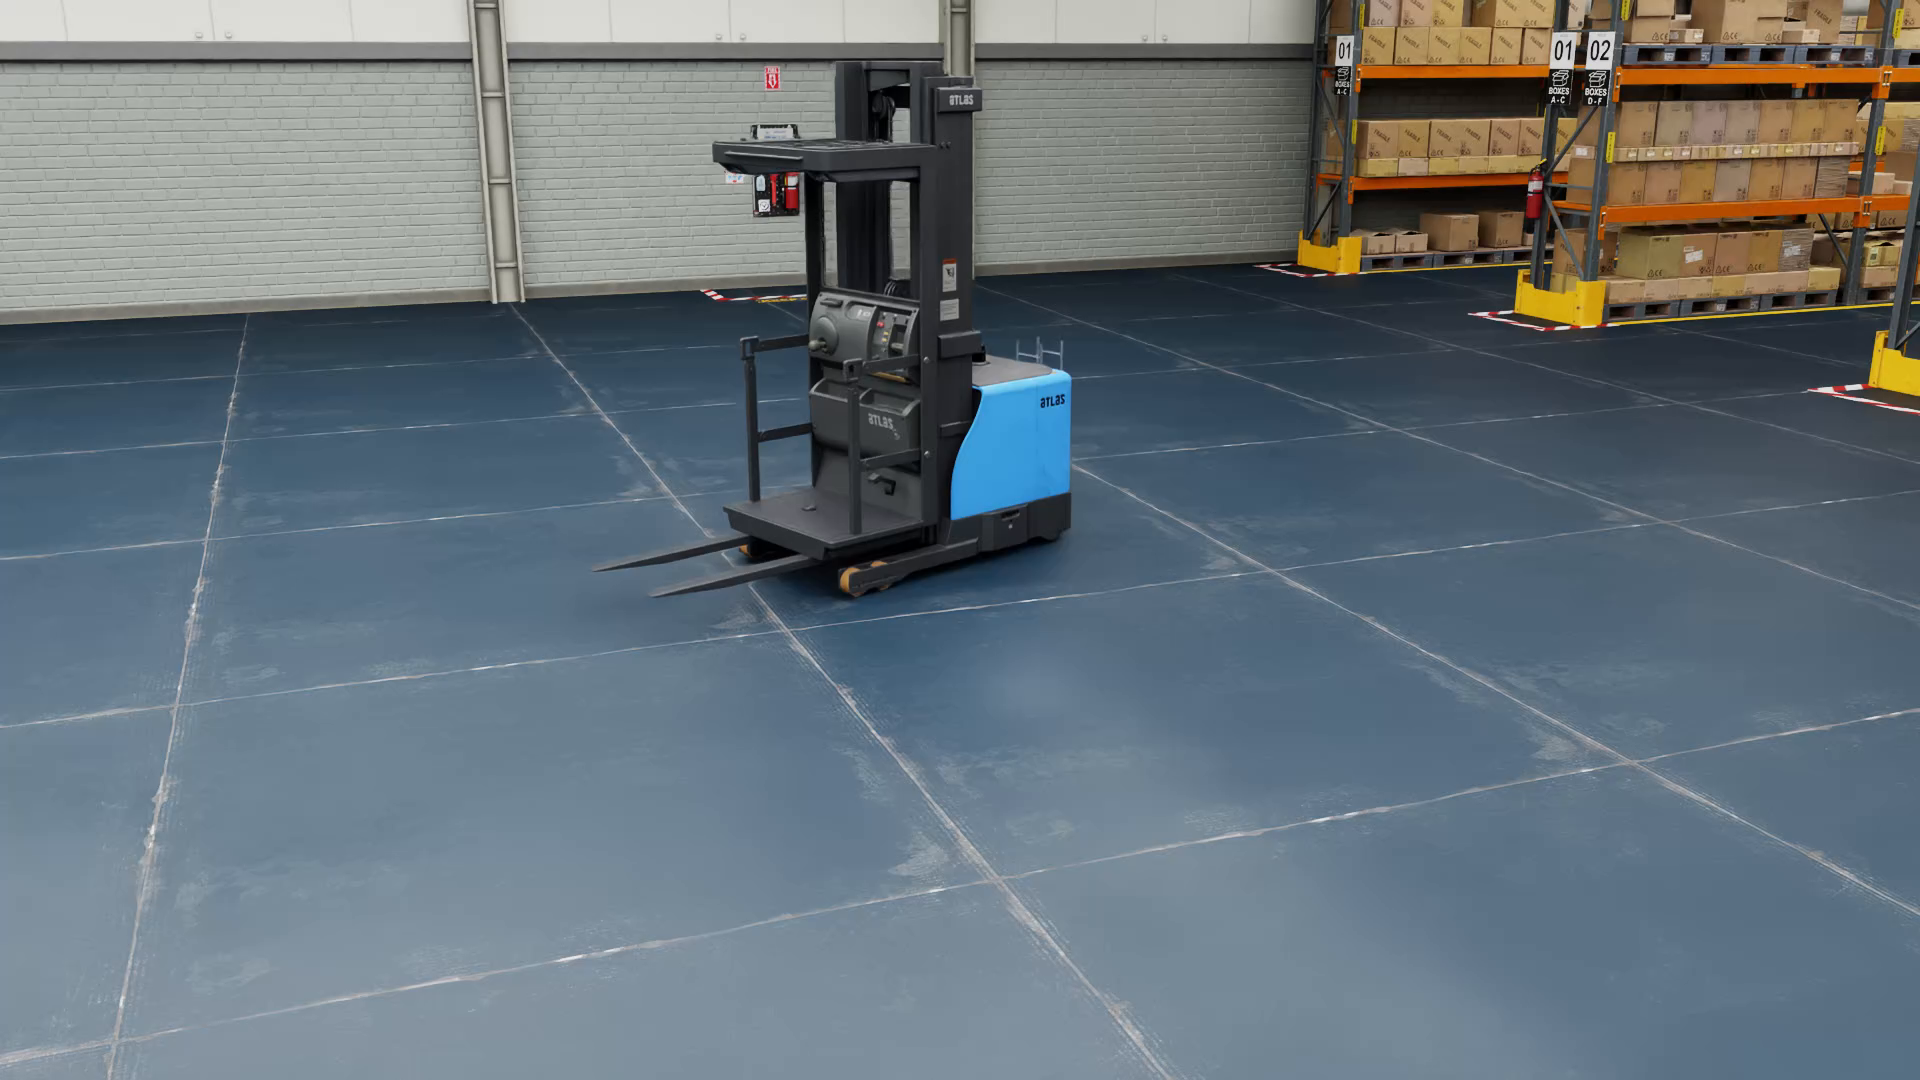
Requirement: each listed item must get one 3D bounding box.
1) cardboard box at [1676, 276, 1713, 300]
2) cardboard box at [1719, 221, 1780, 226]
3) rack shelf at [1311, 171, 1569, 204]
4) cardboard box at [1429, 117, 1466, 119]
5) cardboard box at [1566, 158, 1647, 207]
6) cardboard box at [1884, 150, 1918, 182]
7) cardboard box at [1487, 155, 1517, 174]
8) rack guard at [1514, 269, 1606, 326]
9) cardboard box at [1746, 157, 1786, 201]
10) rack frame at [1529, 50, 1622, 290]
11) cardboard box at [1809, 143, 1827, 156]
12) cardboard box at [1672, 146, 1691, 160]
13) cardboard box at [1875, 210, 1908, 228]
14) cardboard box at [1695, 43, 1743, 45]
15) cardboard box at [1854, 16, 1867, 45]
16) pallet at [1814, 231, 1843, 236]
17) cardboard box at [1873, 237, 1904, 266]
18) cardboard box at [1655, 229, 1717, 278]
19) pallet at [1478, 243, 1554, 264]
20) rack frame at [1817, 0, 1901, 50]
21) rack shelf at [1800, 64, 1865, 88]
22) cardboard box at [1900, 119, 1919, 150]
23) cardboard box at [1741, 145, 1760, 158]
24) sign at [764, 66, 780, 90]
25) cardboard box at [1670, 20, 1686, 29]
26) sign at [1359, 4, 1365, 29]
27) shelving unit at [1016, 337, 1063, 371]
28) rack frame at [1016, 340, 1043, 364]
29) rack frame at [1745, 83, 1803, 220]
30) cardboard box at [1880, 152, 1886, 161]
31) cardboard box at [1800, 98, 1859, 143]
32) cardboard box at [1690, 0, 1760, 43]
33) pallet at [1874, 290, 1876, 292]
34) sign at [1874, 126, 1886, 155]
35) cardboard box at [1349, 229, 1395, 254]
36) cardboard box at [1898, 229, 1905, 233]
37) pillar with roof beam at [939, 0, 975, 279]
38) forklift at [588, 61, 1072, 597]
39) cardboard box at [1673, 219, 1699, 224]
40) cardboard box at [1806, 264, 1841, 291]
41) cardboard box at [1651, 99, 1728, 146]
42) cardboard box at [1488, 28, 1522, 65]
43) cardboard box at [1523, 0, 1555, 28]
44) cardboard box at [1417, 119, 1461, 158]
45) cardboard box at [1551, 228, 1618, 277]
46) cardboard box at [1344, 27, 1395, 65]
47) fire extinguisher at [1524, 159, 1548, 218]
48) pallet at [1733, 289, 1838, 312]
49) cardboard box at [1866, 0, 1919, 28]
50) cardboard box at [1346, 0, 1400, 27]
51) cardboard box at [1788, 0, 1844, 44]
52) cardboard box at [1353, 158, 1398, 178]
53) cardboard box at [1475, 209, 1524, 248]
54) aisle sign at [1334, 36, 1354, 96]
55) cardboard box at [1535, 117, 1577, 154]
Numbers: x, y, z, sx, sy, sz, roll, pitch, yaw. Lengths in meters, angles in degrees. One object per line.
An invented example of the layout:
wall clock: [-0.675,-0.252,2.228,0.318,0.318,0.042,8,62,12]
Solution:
cardboard box: [8.505,-3.011,19.661,0.500,0.250,0.500,-6,17,-20]
cardboard box: [9.718,-3.660,20.540,0.500,0.500,0.500,-6,17,-20]
rack shelf: [7.083,-5.191,24.227,4.000,0.370,1.077,-6,17,-20]
cardboard box: [7.005,-5.887,24.222,0.500,0.500,0.500,-6,17,-19]
cardboard box: [7.432,-4.123,19.136,0.500,0.500,0.700,-6,17,-20]
cardboard box: [11.942,-4.609,20.791,0.500,0.500,0.500,-5,17,-16]
cardboard box: [7.685,-5.445,24.046,0.500,0.250,0.500,-6,17,-20]
rack guard: [6.969,-2.829,19.346,0.348,0.500,1.175,-6,17,-20]
cardboard box: [9.355,-4.332,19.847,0.500,0.500,0.700,-6,17,-19]
rack frame: [6.992,-4.031,19.002,0.127,3.000,1.000,-6,17,-20]
cardboard box: [10.075,-4.658,19.809,0.250,0.149,0.380,-7,18,-22]
cardboard box: [8.151,-4.450,19.100,0.250,0.149,0.380,-6,18,-21]
cardboard box: [15.032,-5.524,27.155,0.750,0.750,0.750,-6,17,-18]
cardboard box: [11.442,-7.533,25.383,0.637,0.503,0.797,-4,17,-12]
cardboard box: [14.116,-8.023,26.312,0.500,0.500,0.700,-5,17,-17]
pallet: [13.449,-4.862,26.781,1.213,0.211,1.003,-6,17,-20]
cardboard box: [11.671,-3.611,20.710,0.500,0.311,0.500,-6,18,-21]
cardboard box: [8.501,-3.373,19.566,0.500,0.500,0.500,-6,17,-20]
pallet: [8.337,-4.322,24.943,1.213,0.211,1.003,-6,17,-20]
rack frame: [10.727,-7.313,19.530,0.127,3.000,1.000,-6,17,-20]
rack shelf: [14.554,-7.436,26.551,4.000,0.370,1.077,-6,17,-20]
cardboard box: [15.135,-6.529,26.767,0.500,0.500,0.500,-6,17,-20]
cardboard box: [9.117,-4.555,19.456,0.250,0.149,0.380,-6,17,-18]
sign: [-2.407,-5.926,21.340,0.199,0.298,0.001,-6,17,-20]
cardboard box: [7.973,-5.853,19.153,0.500,0.250,0.500,-6,17,-20]
sign: [5.410,-7.050,22.407,0.005,0.325,0.100,-6,17,-20]
shelving unit: [0.515,-0.709,10.883,0.189,1.200,0.258,-14,22,-40]
rack frame: [0.447,-0.692,10.825,0.006,1.200,0.240,-14,22,-40]
rack frame: [12.686,-6.141,26.185,0.127,3.000,1.000,-6,17,-20]
cardboard box: [14.753,-6.184,26.744,0.250,0.149,0.380,-6,17,-18]
cardboard box: [10.315,-5.058,20.020,0.500,0.500,0.700,-6,17,-20]
cardboard box: [8.640,-5.882,18.811,0.500,0.500,0.500,-6,17,-20]
pallet: [12.542,-3.305,21.478,1.213,0.211,1.003,-6,17,-20]
sign: [10.927,-4.742,19.745,0.005,0.325,0.100,-6,17,-20]
cardboard box: [5.894,-4.301,23.913,0.500,0.311,0.500,-8,18,-26]
cardboard box: [12.424,-3.855,21.543,0.500,0.311,0.500,-6,18,-21]
pillar with roof beam: [1.498,-6.773,17.692,0.400,9.000,9.100,-6,17,-20]
forklift: [-0.724,-1.248,9.647,3.031,2.935,1.130,-14,22,-40]
cardboard box: [11.056,-4.987,25.913,0.500,0.500,0.700,-6,17,-20]
cardboard box: [10.372,-3.212,20.348,0.500,0.250,0.500,-6,17,-20]
cardboard box: [8.441,-4.856,19.331,0.500,0.500,0.700,-6,17,-20]
cardboard box: [7.587,-7.005,23.591,0.500,0.500,0.500,-7,18,-22]
cardboard box: [8.069,-7.534,23.618,0.500,0.500,0.500,-5,17,-17]
cardboard box: [6.719,-5.698,23.579,0.500,0.500,0.500,-7,18,-22]
cardboard box: [7.386,-3.405,19.675,0.500,0.500,0.500,-6,17,-20]
cardboard box: [5.618,-6.799,22.890,0.500,0.500,0.500,-6,17,-19]
fire extinguisher: [6.715,-4.104,19.388,0.183,0.674,0.296,-6,17,-20]
pallet: [9.969,-3.027,20.532,1.213,0.211,1.003,-6,17,-20]
cardboard box: [11.317,-6.415,19.985,0.500,0.500,0.500,-6,17,-19]
cardboard box: [5.662,-7.286,22.773,0.500,0.500,0.500,-8,18,-24]
cardboard box: [10.162,-6.209,19.923,0.500,0.500,0.500,-5,17,-16]
cardboard box: [5.785,-5.237,23.340,0.500,0.250,0.500,-7,18,-22]
cardboard box: [7.996,-4.634,24.710,0.500,0.500,0.500,-8,18,-24]
aisle sign: [5.256,-6.495,22.779,0.004,0.787,0.394,-6,17,-20]
cardboard box: [8.620,-5.906,24.285,0.500,0.500,0.500,-6,17,-20]
